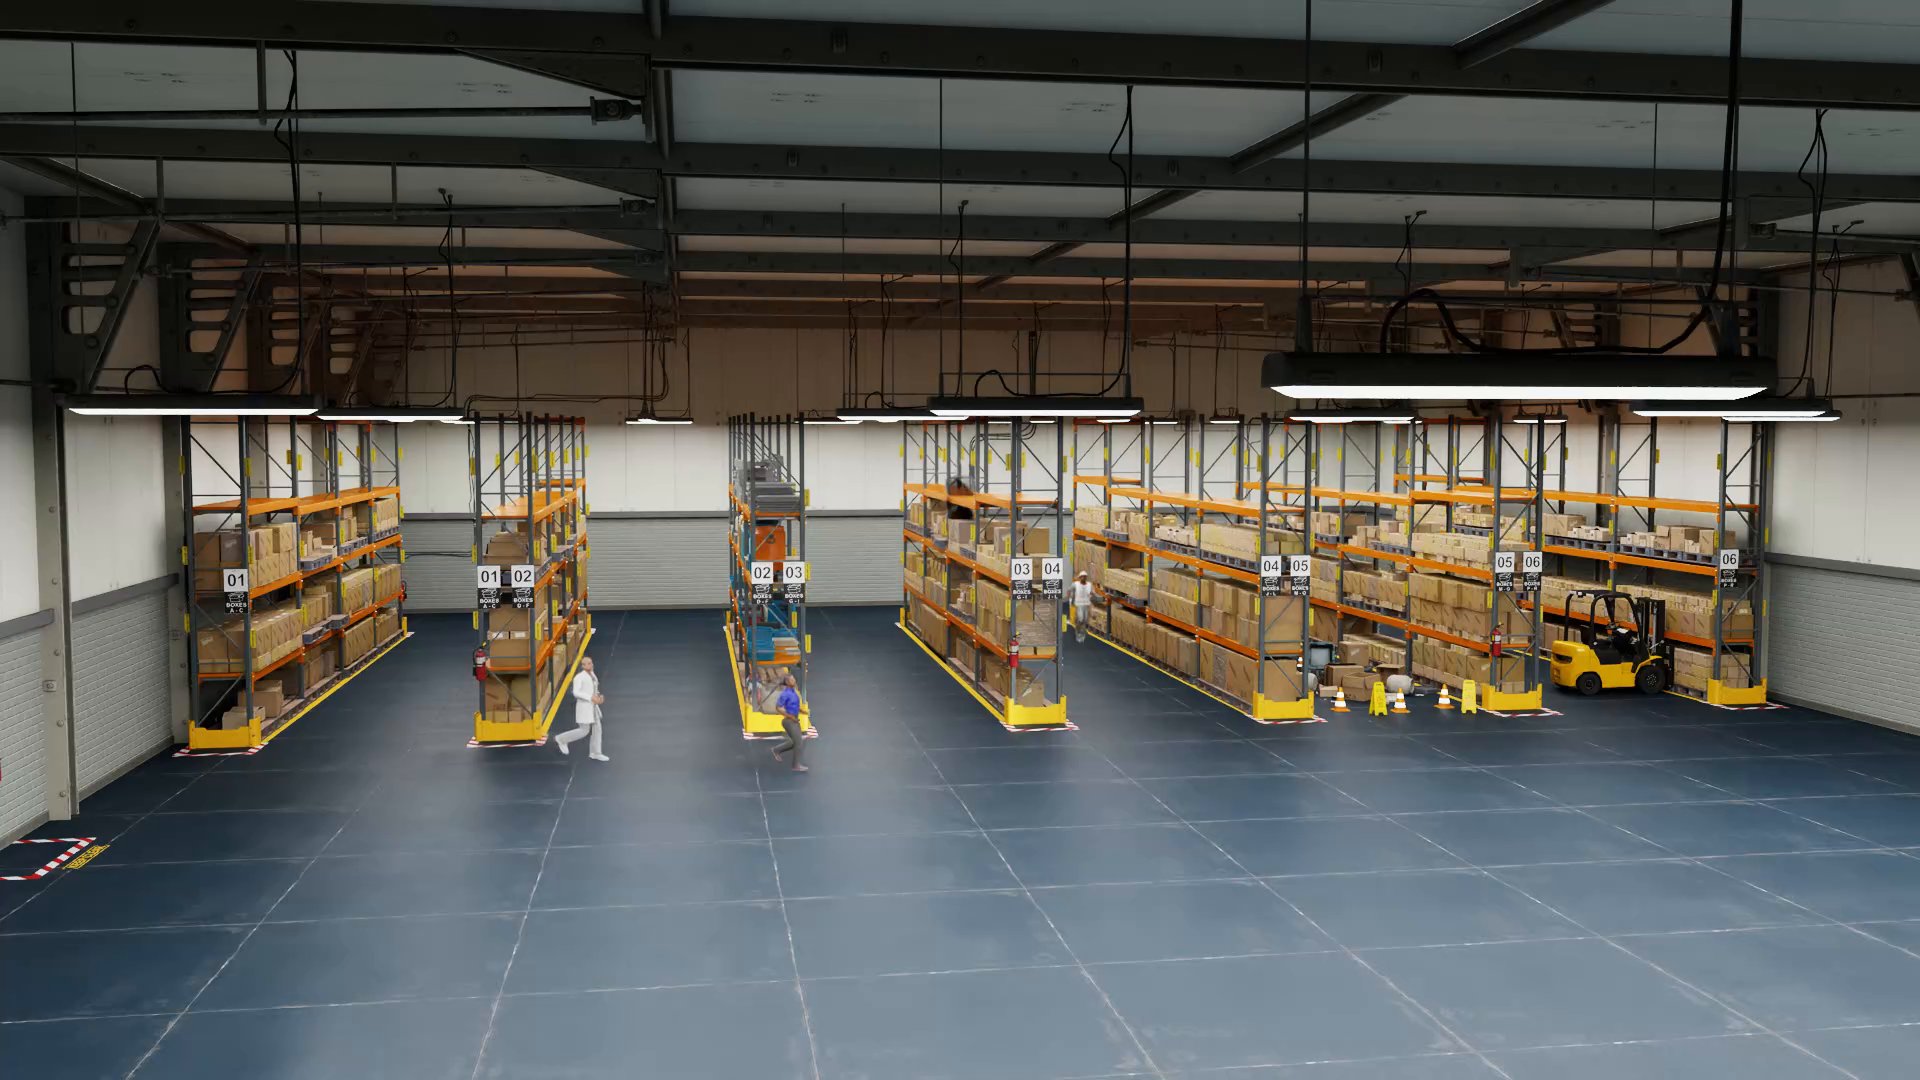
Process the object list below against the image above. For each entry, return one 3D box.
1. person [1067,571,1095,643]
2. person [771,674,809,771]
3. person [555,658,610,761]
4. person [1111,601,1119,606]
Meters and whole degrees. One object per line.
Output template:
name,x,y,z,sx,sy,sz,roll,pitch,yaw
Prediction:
person,3.119,1.702,42.214,0.662,1.823,0.678,-1,4,-13
person,-2.847,3.033,27.688,0.681,1.608,0.581,1,4,16
person,-6.482,2.906,28.657,0.933,1.784,0.719,1,4,15
person,4.478,1.535,49.716,0.502,1.618,0.639,3,5,35
